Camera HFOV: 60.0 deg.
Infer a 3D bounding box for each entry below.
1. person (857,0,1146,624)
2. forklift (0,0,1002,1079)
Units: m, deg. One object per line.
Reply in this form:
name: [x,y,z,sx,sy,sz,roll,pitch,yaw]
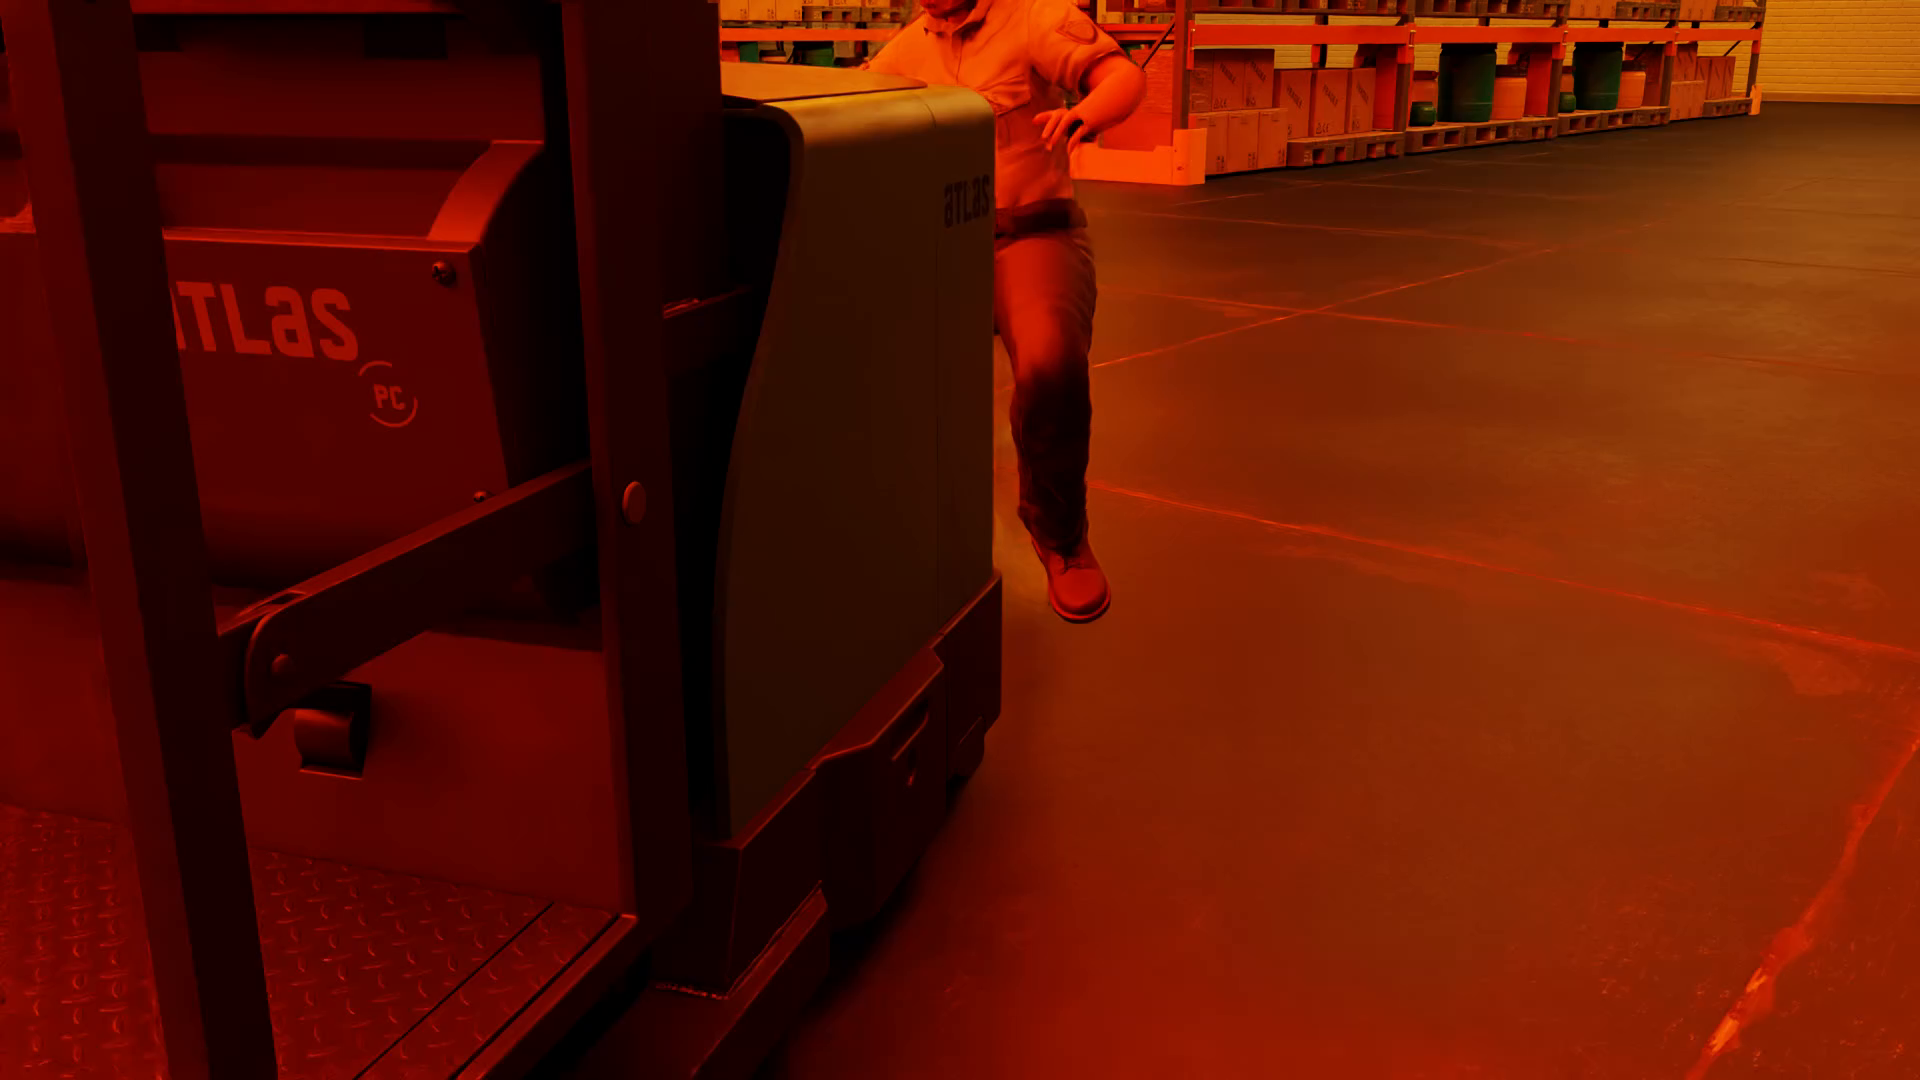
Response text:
person: [-0.056,-0.577,3.373,0.952,1.434,0.711,13,21,37]
forklift: [-0.874,-0.700,1.203,1.130,2.935,3.031,5,18,17]
